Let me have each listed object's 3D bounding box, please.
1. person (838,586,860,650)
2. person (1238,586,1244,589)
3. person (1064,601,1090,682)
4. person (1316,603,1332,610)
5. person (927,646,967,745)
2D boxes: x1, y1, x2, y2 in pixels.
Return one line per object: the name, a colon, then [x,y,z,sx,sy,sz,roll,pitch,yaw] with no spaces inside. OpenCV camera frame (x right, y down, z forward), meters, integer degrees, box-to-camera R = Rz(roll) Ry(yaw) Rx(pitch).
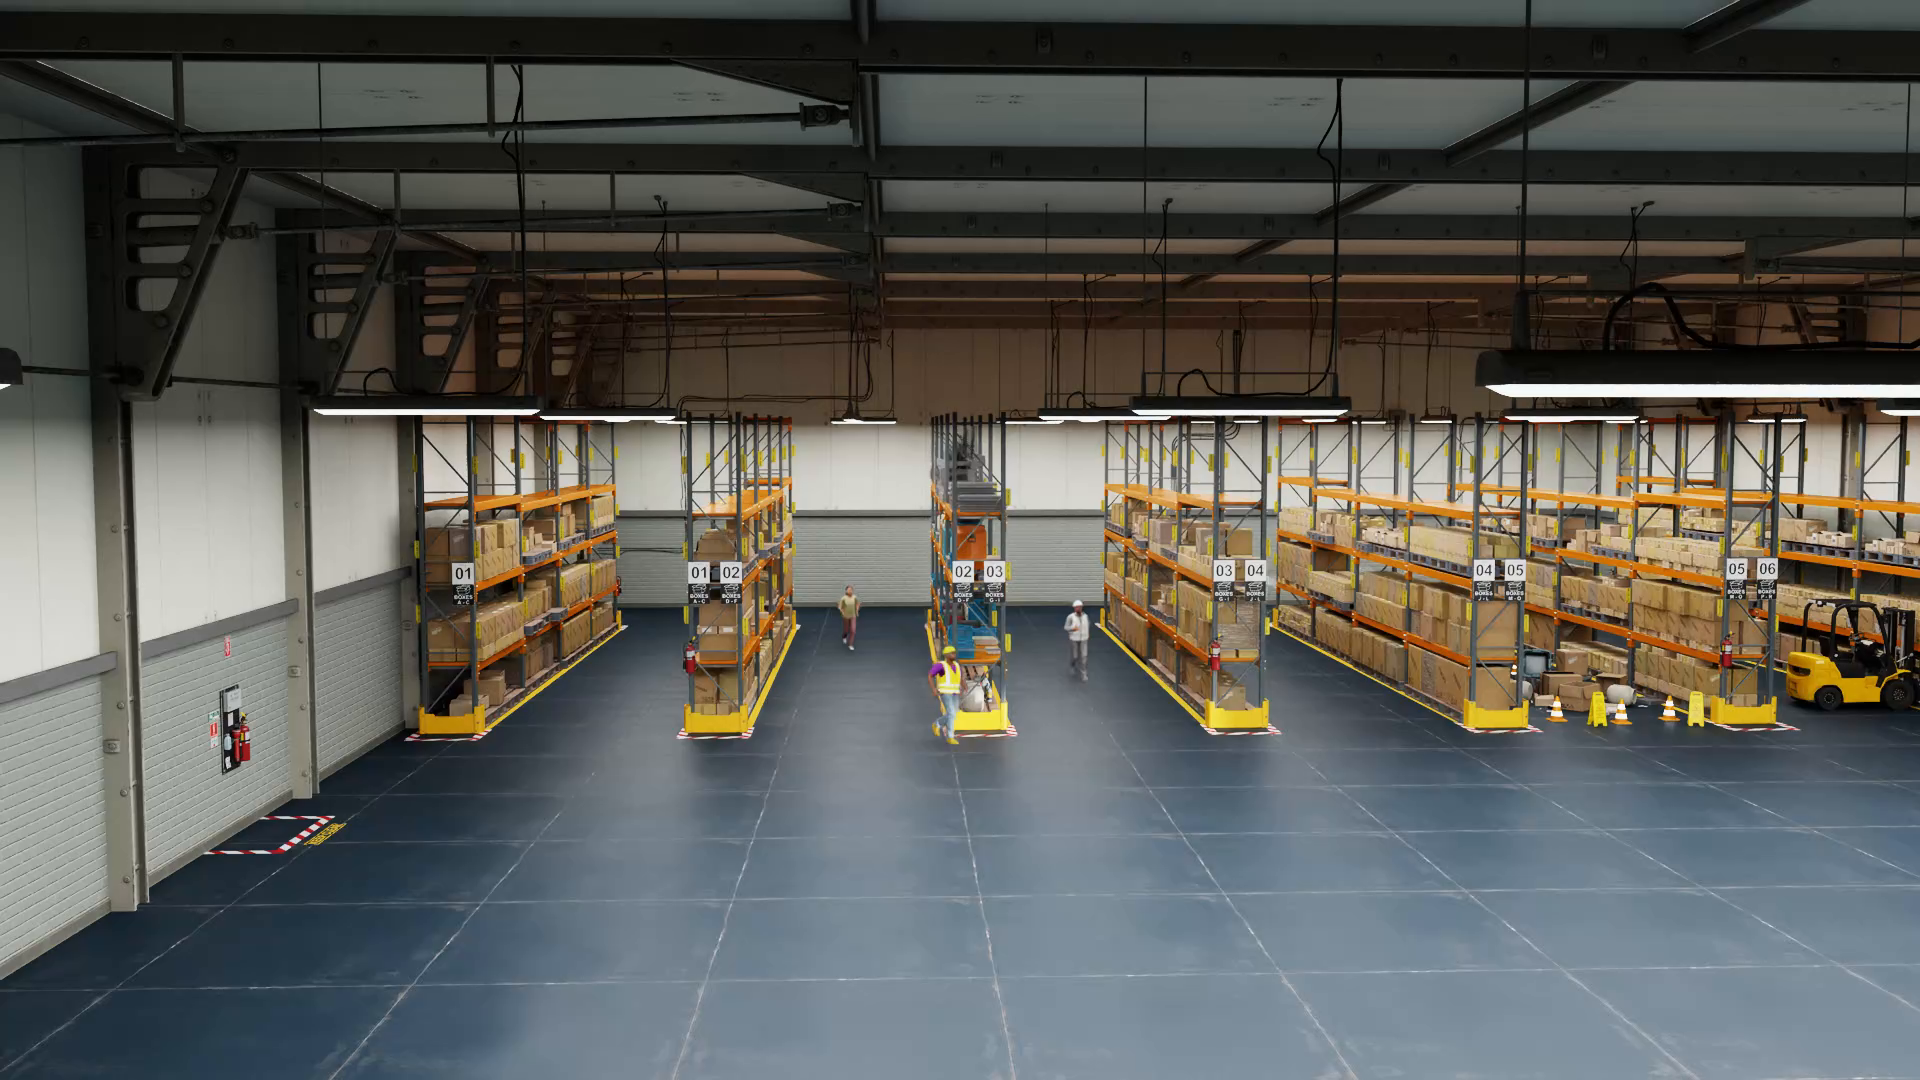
person: [-2.863,1.989,42.920,0.569,1.637,0.801,-1,4,-14]
person: [7.783,1.709,47.243,0.642,1.611,0.549,0,4,1]
person: [2.673,2.256,37.583,0.657,1.777,0.949,-1,4,-12]
person: [10.601,1.550,48.663,0.712,1.724,0.773,-3,5,-39]
person: [-0.193,2.809,30.248,0.753,1.741,0.750,-4,5,-43]
